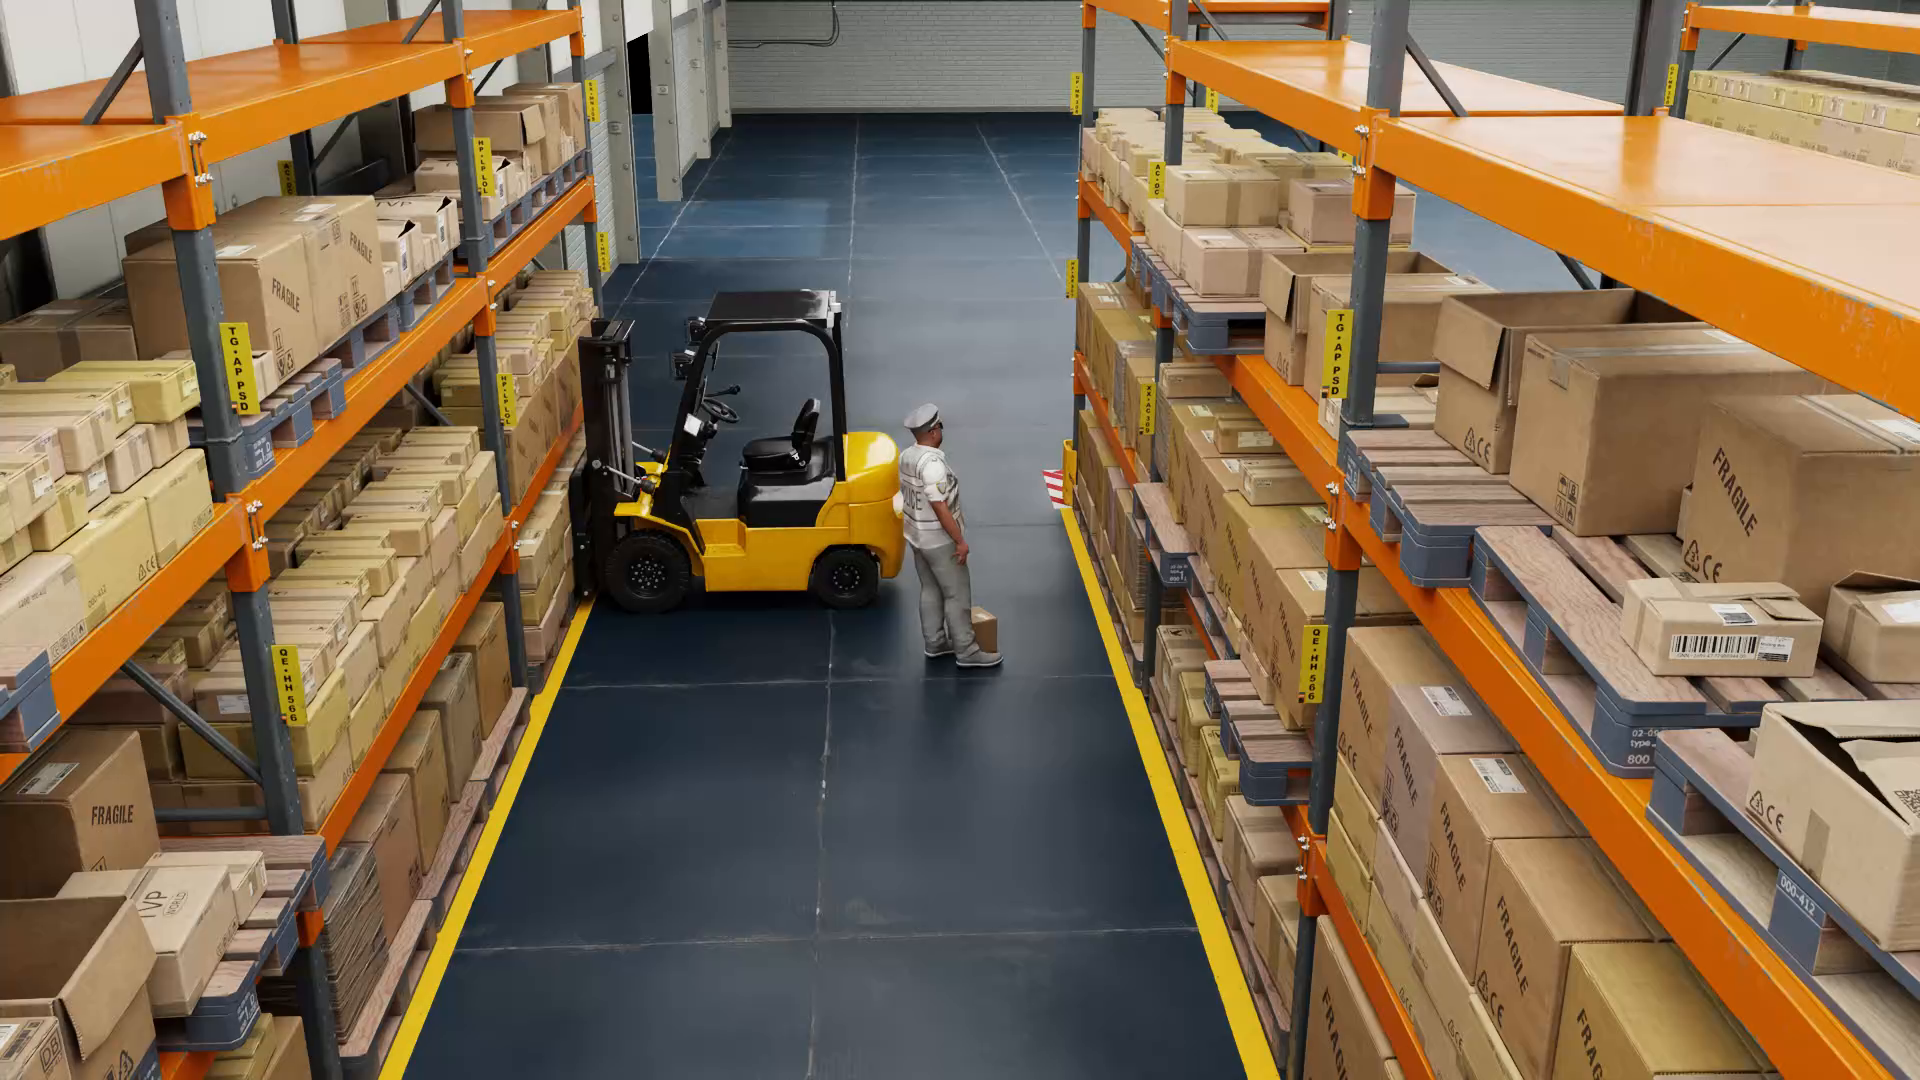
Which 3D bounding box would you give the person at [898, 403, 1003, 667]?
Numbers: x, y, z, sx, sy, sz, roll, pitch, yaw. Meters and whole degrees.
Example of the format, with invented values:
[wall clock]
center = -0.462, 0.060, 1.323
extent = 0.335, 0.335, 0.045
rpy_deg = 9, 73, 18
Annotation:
[person]
center = -0.086, -0.045, 11.118
extent = 0.573, 1.782, 0.642
rpy_deg = -10, 23, -26
